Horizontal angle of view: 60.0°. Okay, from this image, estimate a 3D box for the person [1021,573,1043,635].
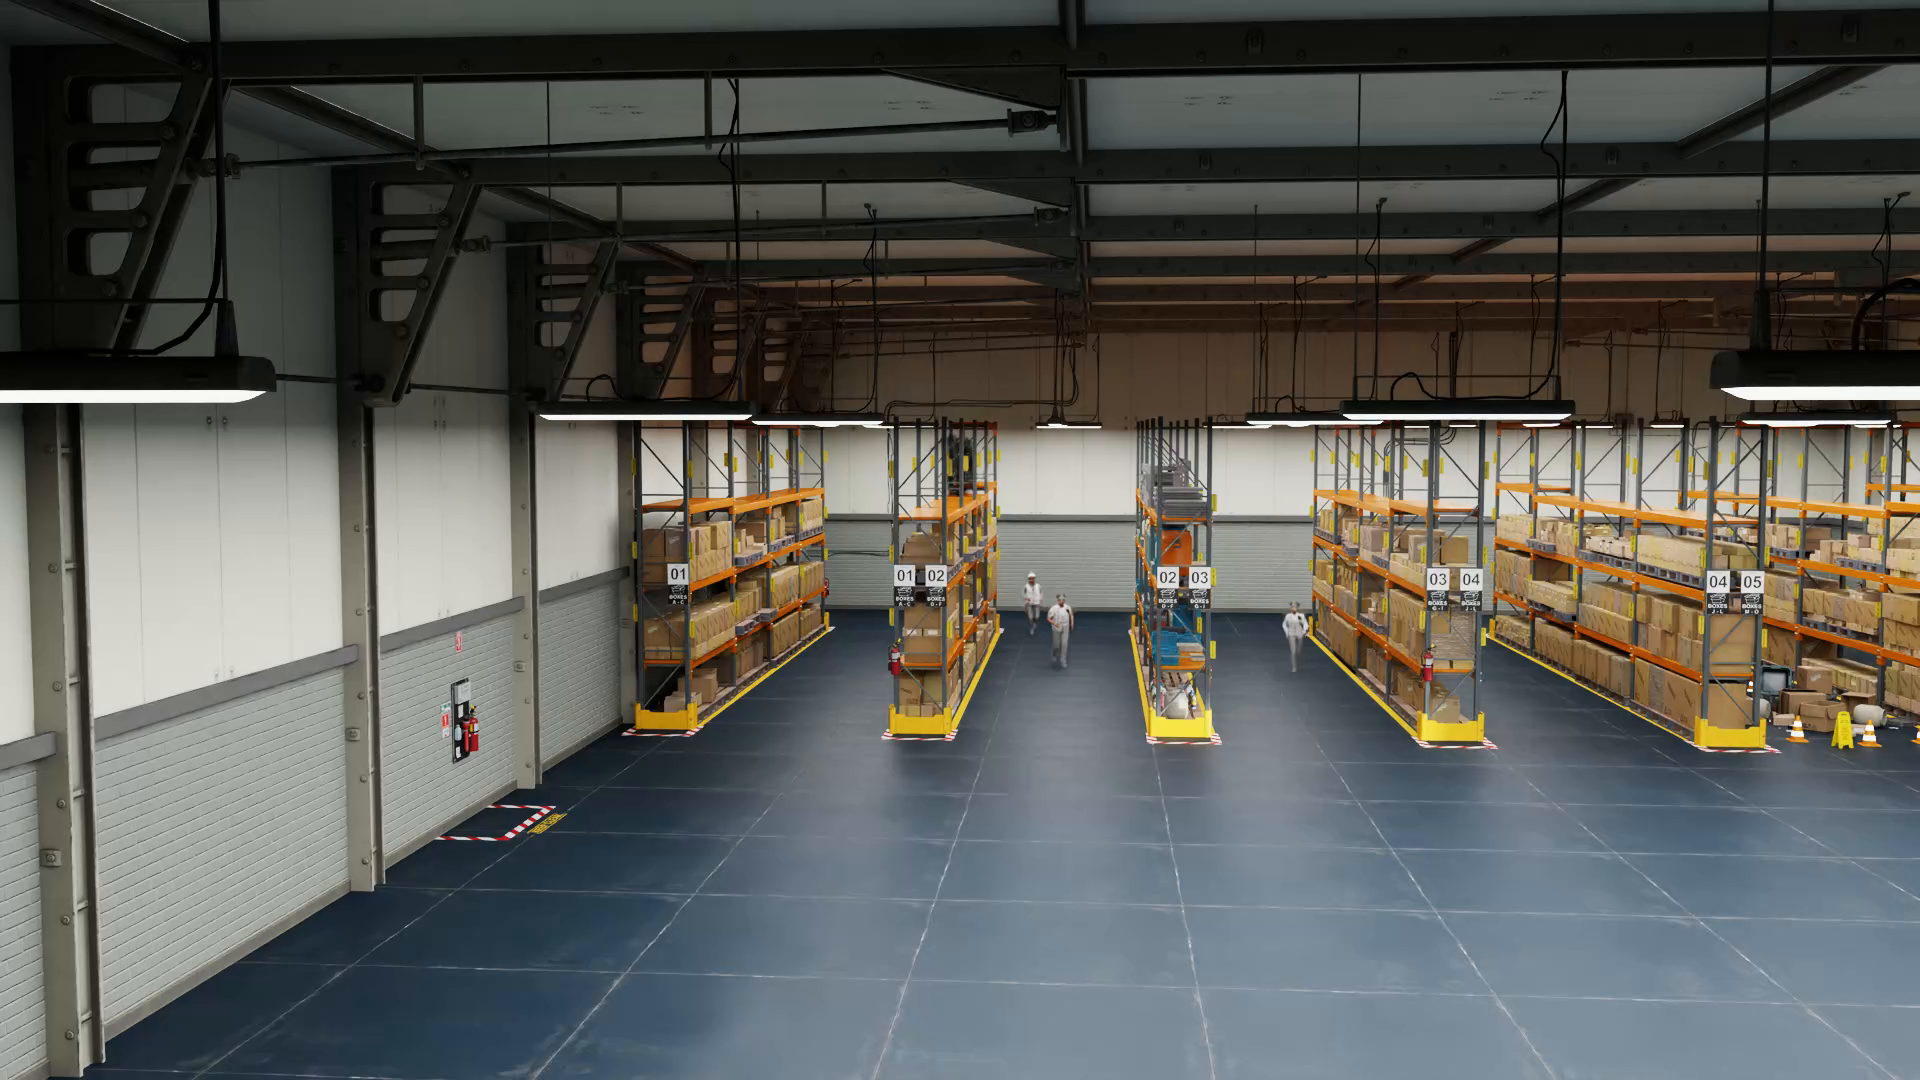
[{"bbox_3d":[2.049,1.802,46.954,0.655,1.730,0.578,0,4,-7],"label":"person"}]

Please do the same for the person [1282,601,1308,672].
[{"bbox_3d":[8.029,2.304,39.825,0.614,1.678,0.616,1,4,10],"label":"person"}]

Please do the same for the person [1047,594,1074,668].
[{"bbox_3d":[2.463,2.194,40.627,0.688,1.787,0.817,-1,4,-10],"label":"person"}]
